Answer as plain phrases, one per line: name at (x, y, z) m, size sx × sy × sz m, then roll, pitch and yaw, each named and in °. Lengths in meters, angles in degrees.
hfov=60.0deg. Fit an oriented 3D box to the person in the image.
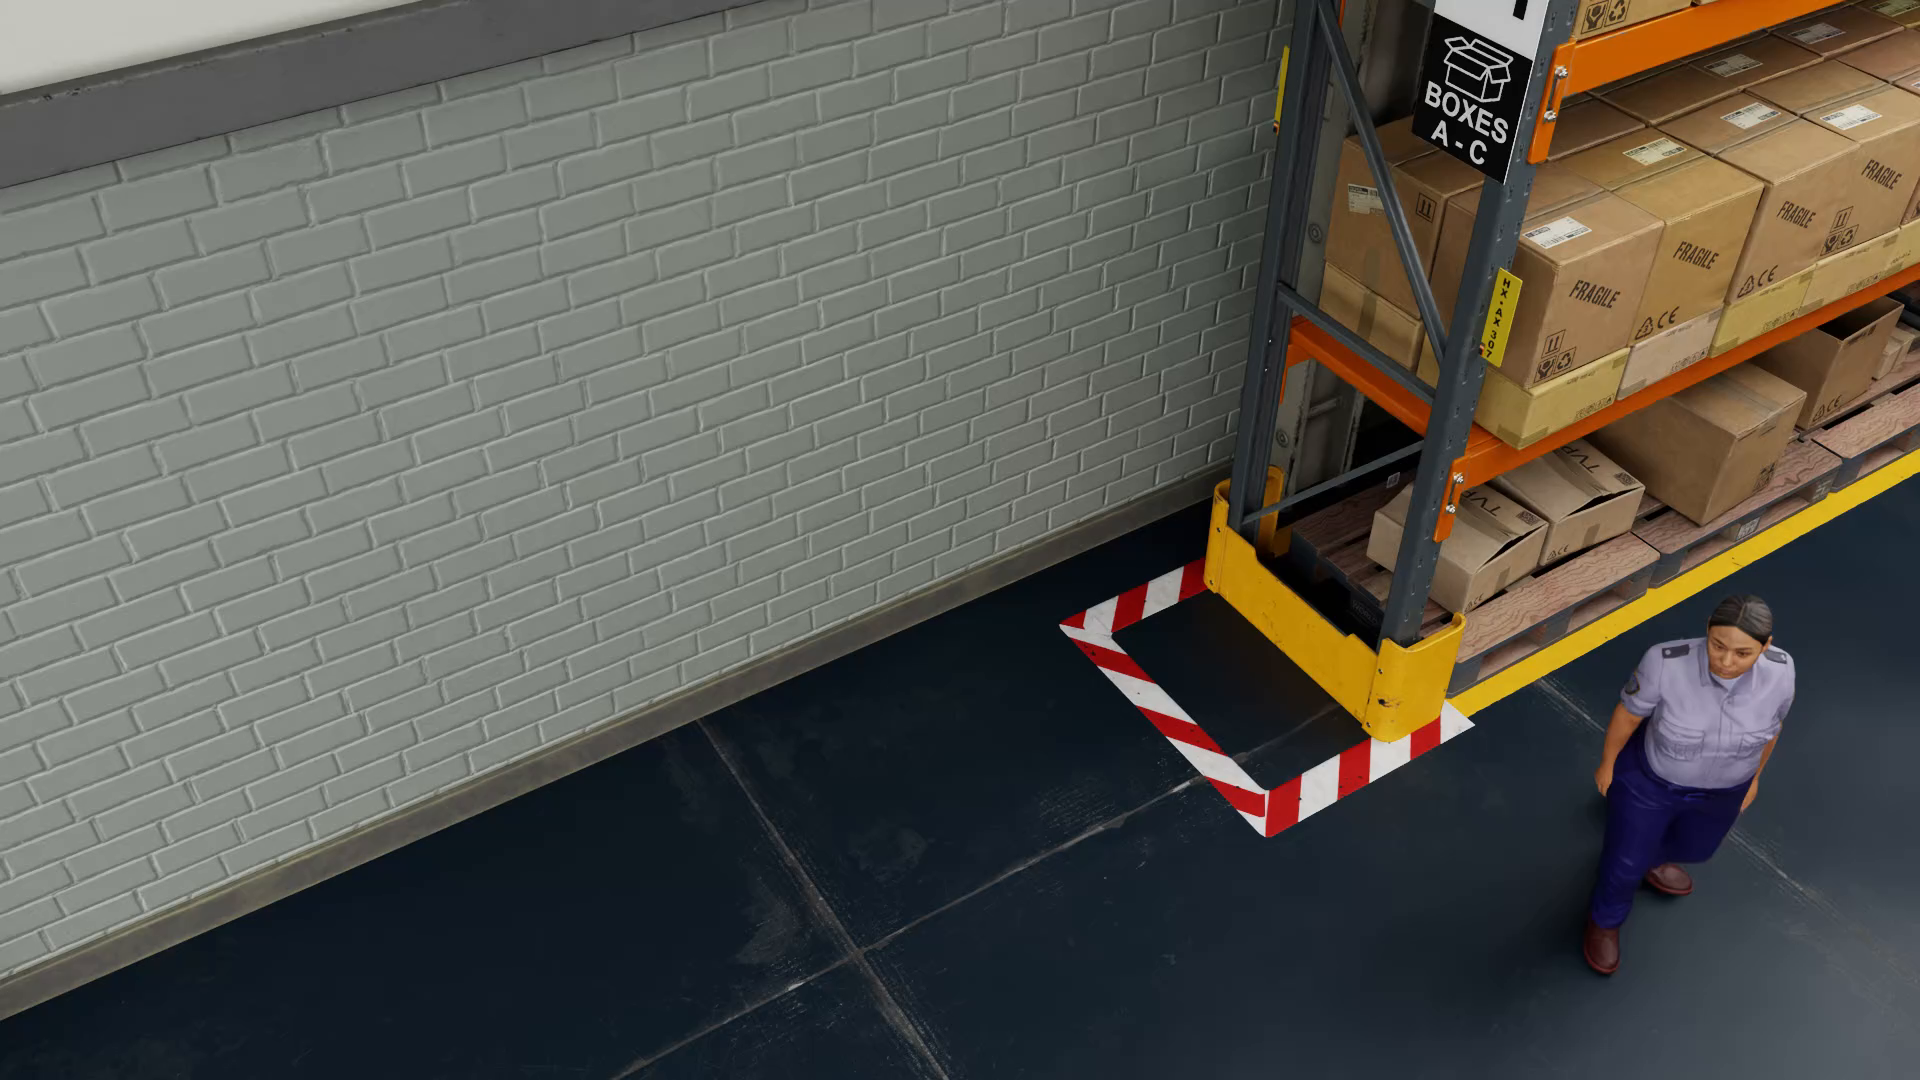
person at (2.321, 0.705, 5.363) m, size 0.549 × 1.632 × 0.554 m, roll 3°, pitch 41°, yaw 4°
